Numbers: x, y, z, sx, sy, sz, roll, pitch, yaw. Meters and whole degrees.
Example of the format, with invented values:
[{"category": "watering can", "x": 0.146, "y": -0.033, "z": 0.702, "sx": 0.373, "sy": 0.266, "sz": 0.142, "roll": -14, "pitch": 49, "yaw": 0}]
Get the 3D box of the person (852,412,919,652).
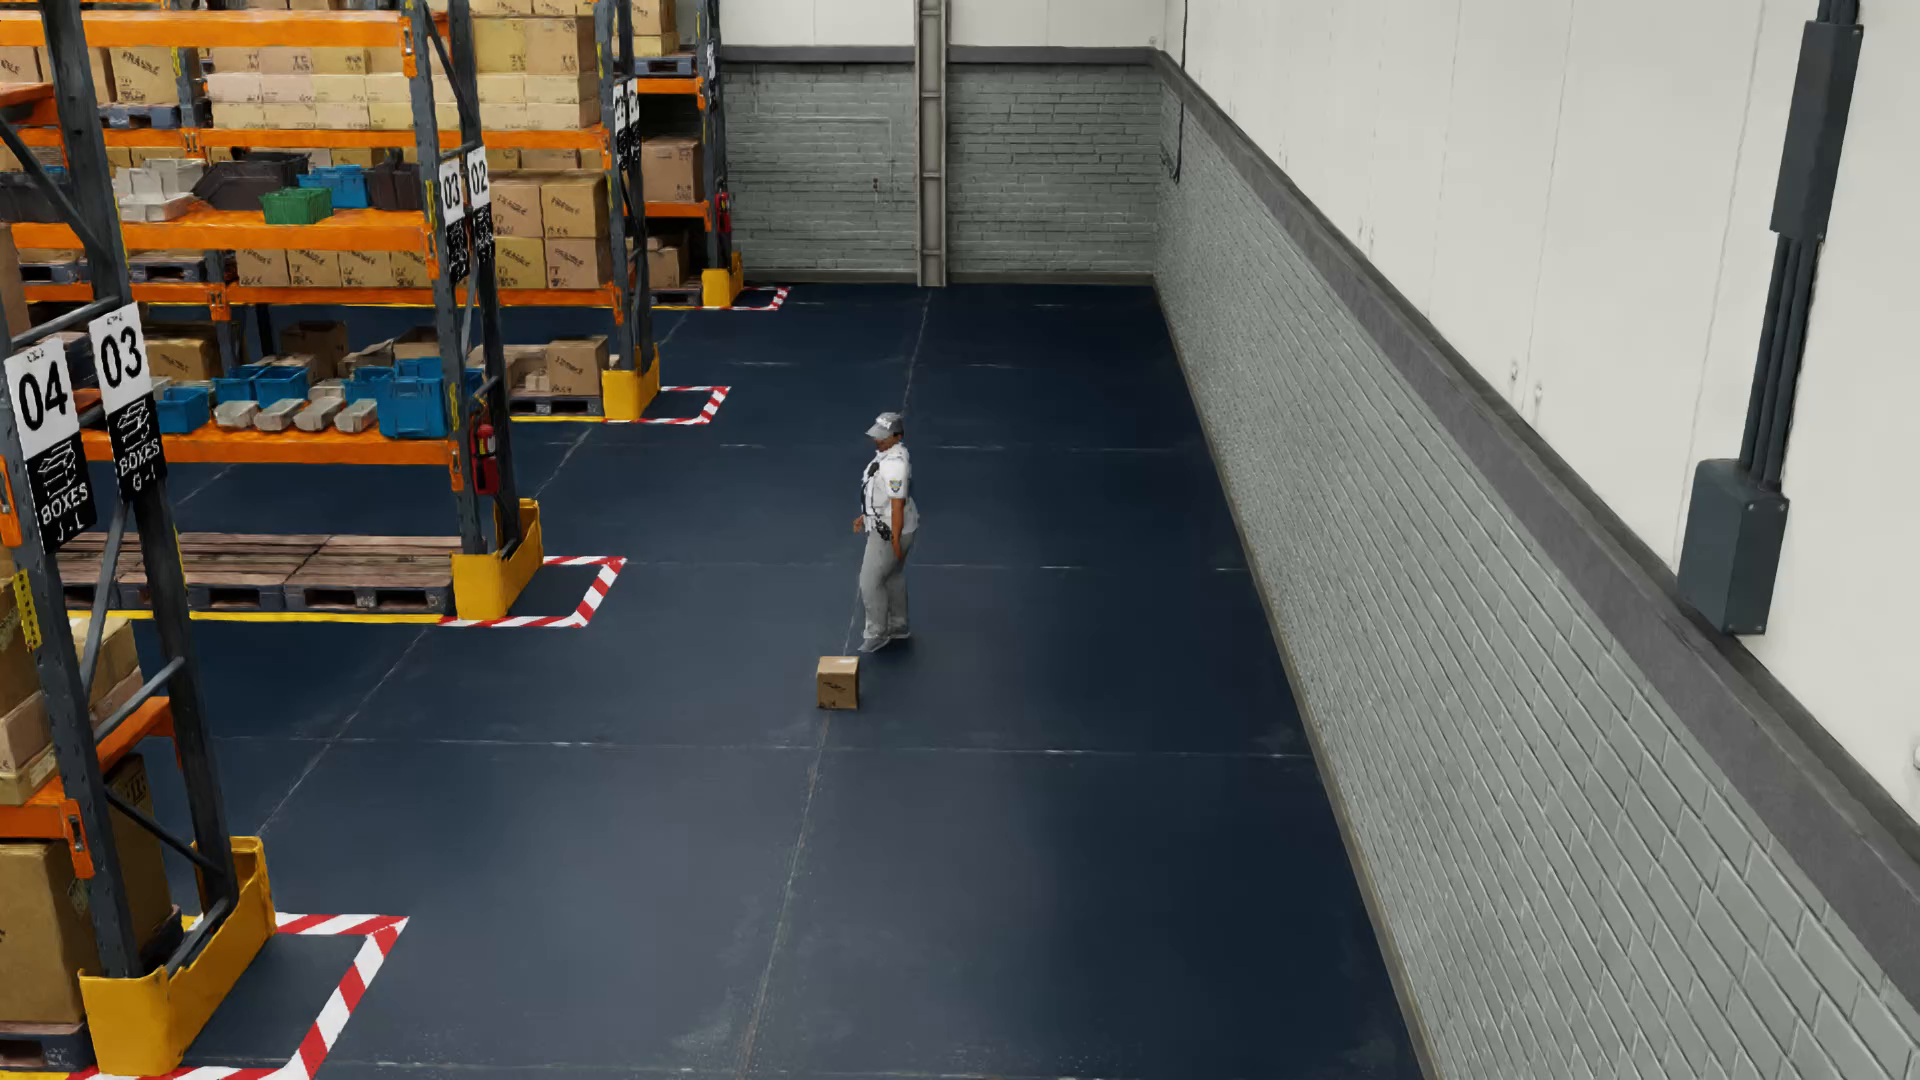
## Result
[{"category": "person", "x": -0.510, "y": -0.020, "z": 11.198, "sx": 0.468, "sy": 1.762, "sz": 0.502, "roll": 0, "pitch": 21, "yaw": 1}]
